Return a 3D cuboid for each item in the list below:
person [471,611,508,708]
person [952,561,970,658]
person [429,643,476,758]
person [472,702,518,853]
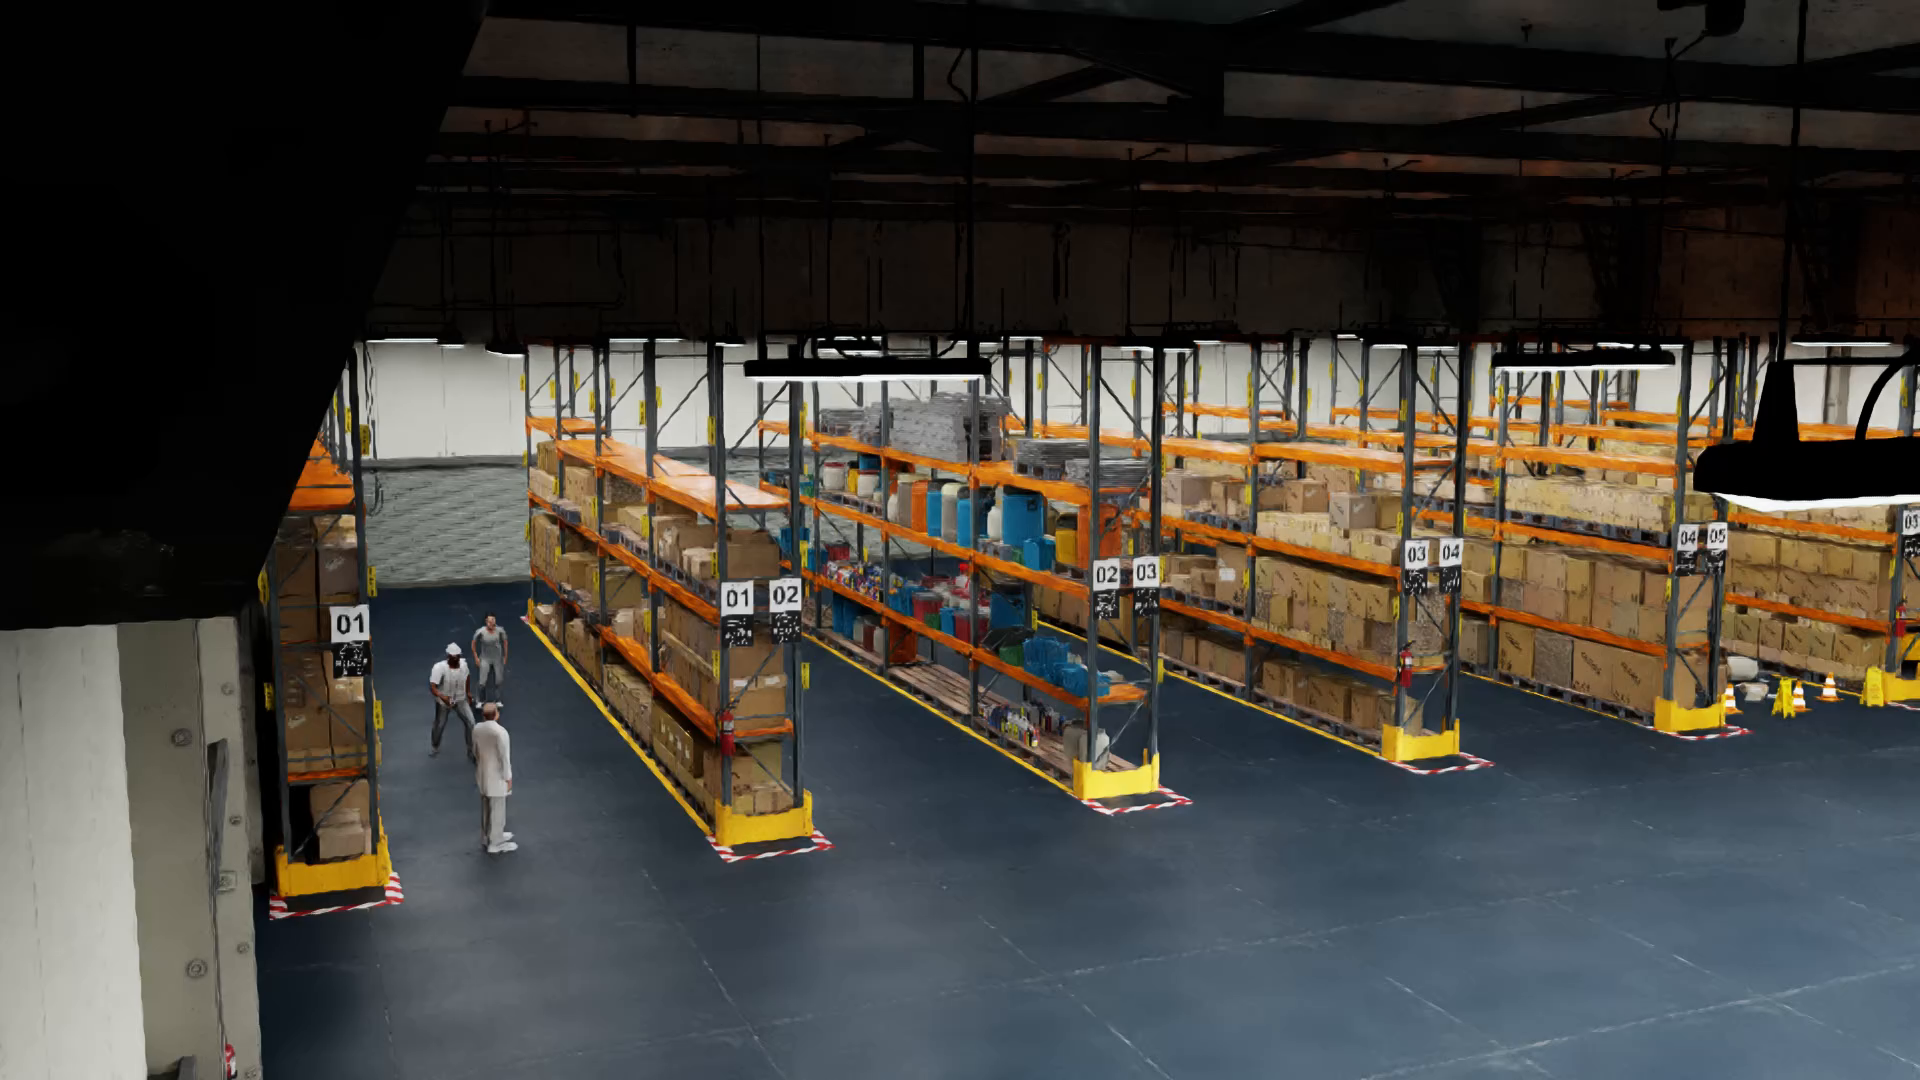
[{"bbox_3d":[-7.647,1.945,27.071,0.580,1.619,0.507,-3,8,-24],"label":"person"},{"bbox_3d":[0.097,1.280,31.218,0.600,1.787,0.443,6,9,36],"label":"person"},{"bbox_3d":[-7.334,2.303,23.984,0.708,1.702,0.843,-6,10,-39],"label":"person"},{"bbox_3d":[-5.537,2.801,19.867,0.638,1.785,0.515,6,10,37],"label":"person"}]
